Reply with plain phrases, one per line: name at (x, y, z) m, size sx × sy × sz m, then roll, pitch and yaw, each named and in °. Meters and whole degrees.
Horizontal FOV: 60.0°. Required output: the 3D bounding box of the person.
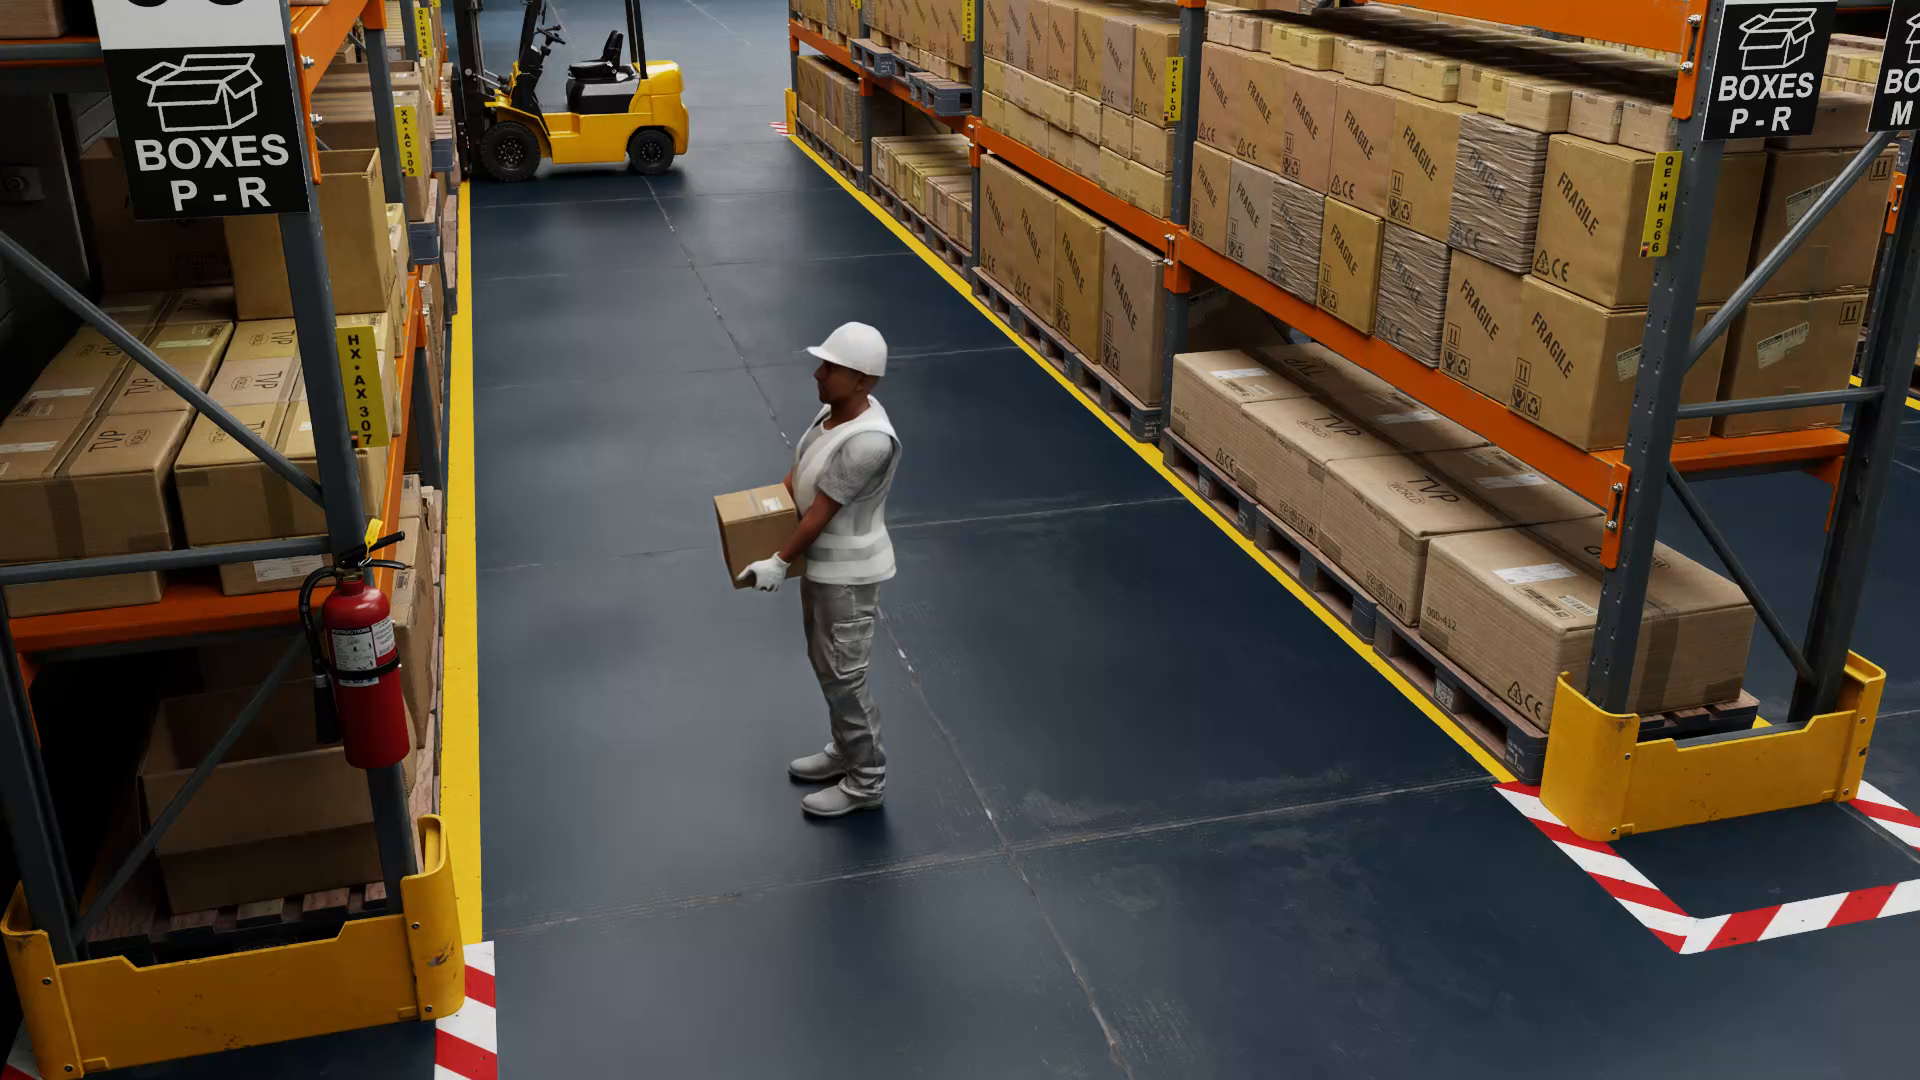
person at (-0.506, 0.118, 5.793) m, size 0.575 × 1.778 × 0.487 m, roll -6°, pitch 23°, yaw -14°
